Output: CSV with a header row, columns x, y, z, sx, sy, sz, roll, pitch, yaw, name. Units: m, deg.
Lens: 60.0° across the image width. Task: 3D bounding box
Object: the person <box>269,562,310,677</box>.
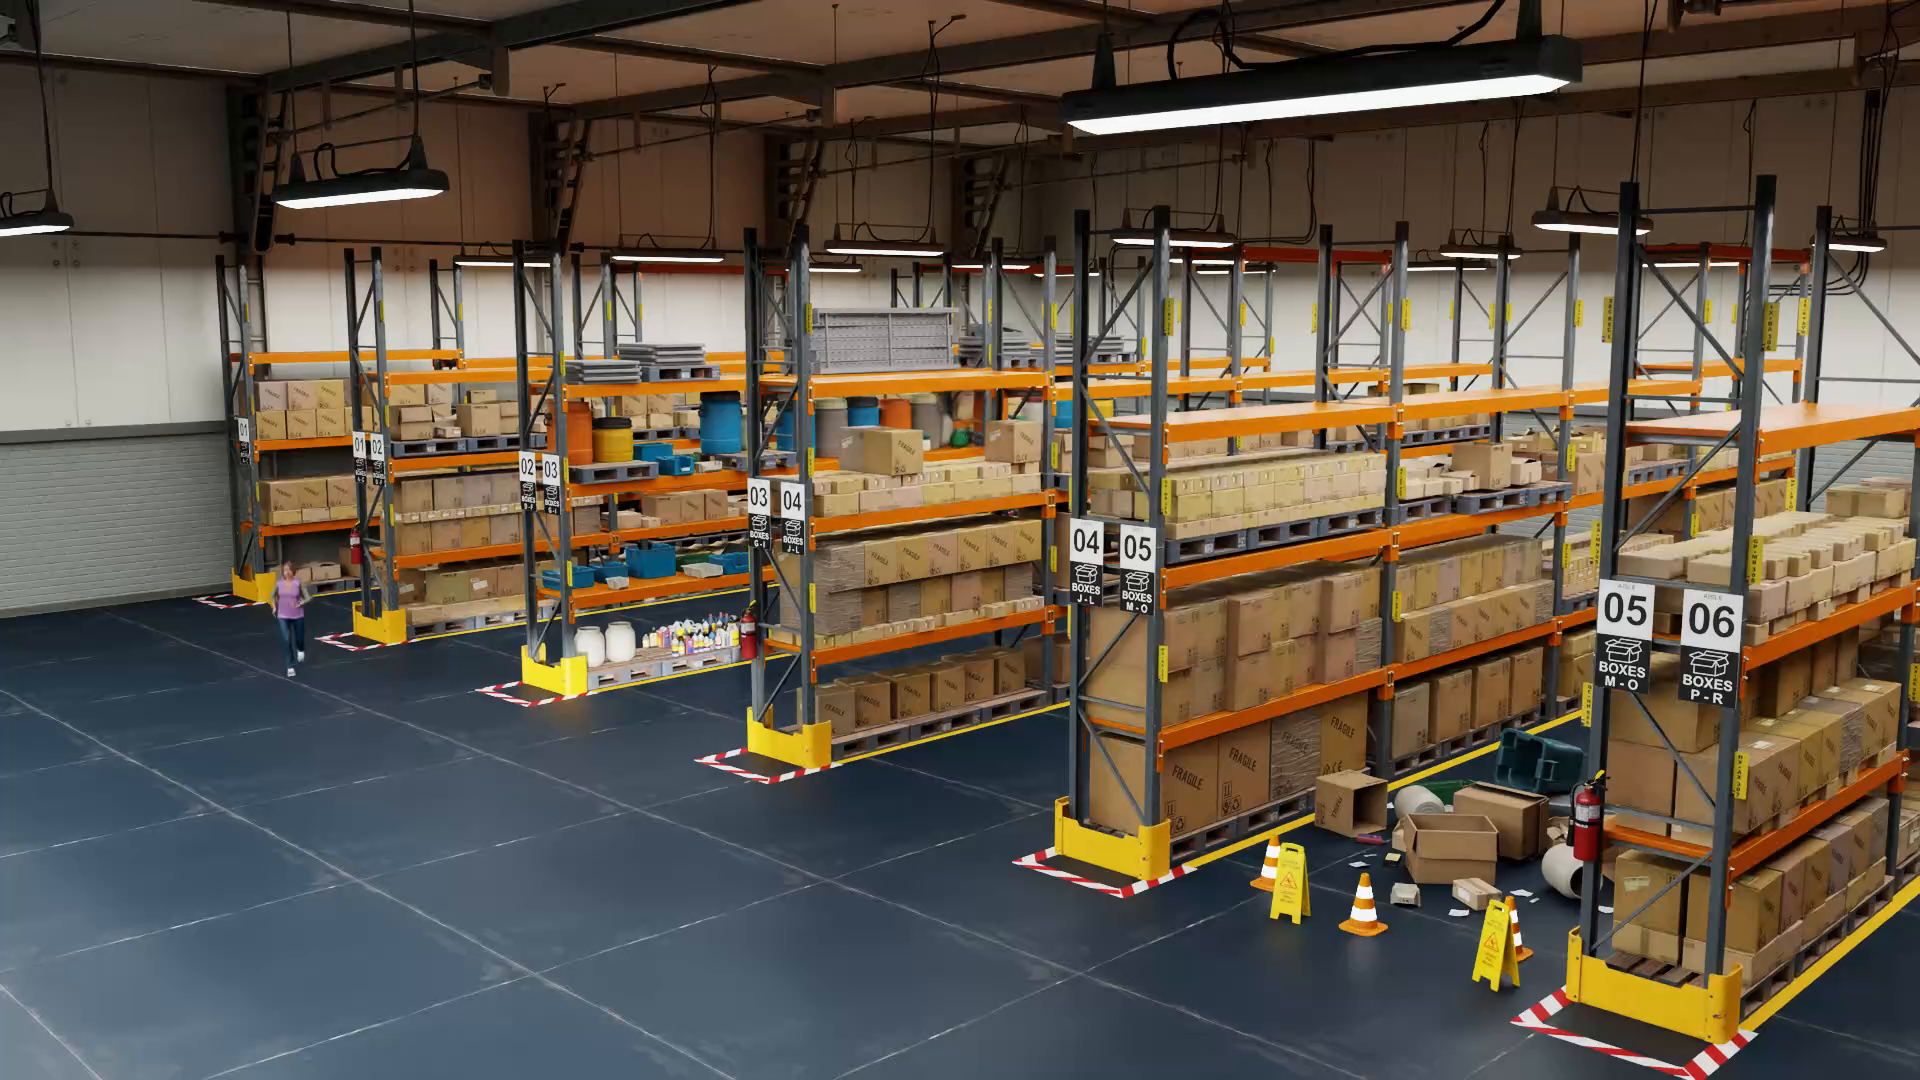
x,y,z,sx,sy,sz,roll,pitch,yaw,name
-9.404,1.088,23.357,0.548,1.566,0.780,-3,8,-17,person
